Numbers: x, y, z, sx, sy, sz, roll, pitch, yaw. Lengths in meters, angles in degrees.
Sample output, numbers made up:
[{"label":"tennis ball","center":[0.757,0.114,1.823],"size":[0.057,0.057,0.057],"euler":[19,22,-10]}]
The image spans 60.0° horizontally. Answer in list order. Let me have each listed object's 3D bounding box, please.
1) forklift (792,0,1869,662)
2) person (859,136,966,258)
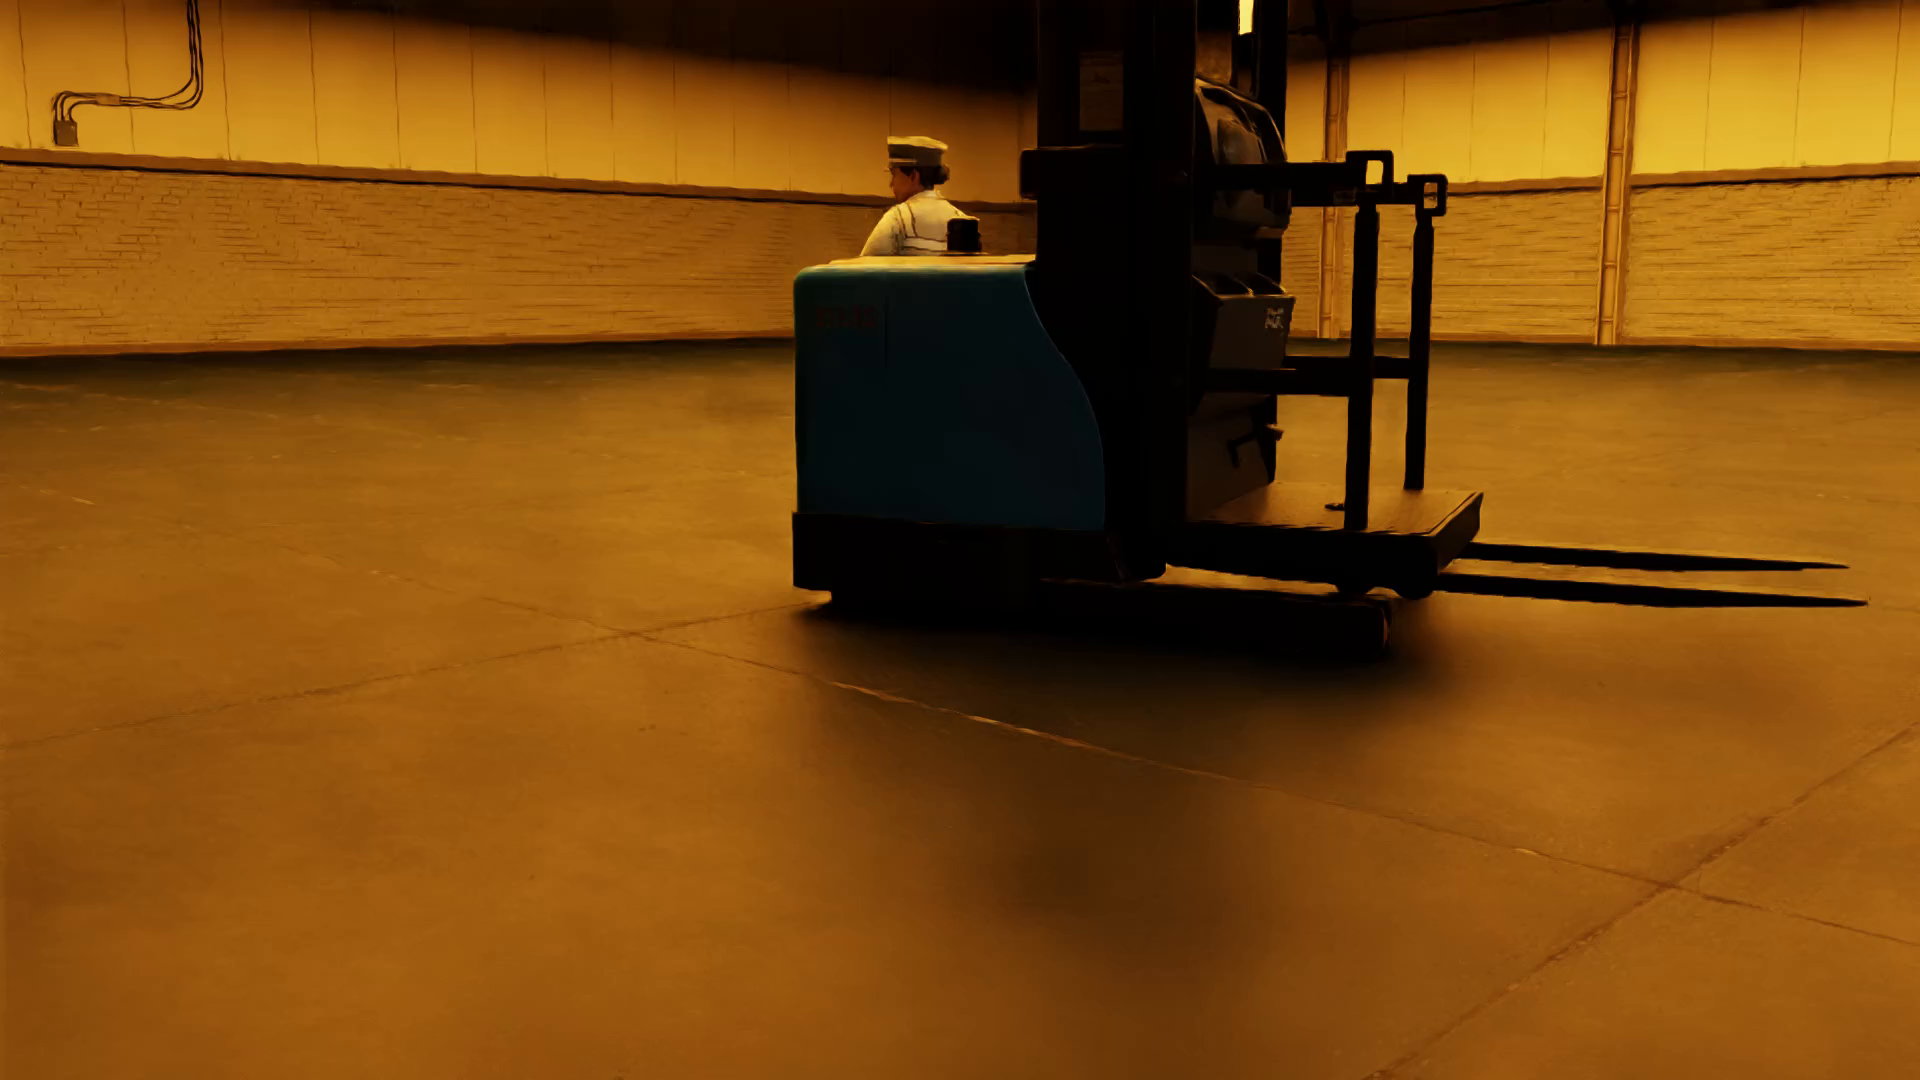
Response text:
[{"label":"forklift","center":[1.033,-1.208,4.899],"size":[3.031,2.935,1.130],"euler":[4,9,24]},{"label":"person","center":[-0.175,-0.812,6.765],"size":[0.712,1.613,0.600],"euler":[8,11,42]}]
